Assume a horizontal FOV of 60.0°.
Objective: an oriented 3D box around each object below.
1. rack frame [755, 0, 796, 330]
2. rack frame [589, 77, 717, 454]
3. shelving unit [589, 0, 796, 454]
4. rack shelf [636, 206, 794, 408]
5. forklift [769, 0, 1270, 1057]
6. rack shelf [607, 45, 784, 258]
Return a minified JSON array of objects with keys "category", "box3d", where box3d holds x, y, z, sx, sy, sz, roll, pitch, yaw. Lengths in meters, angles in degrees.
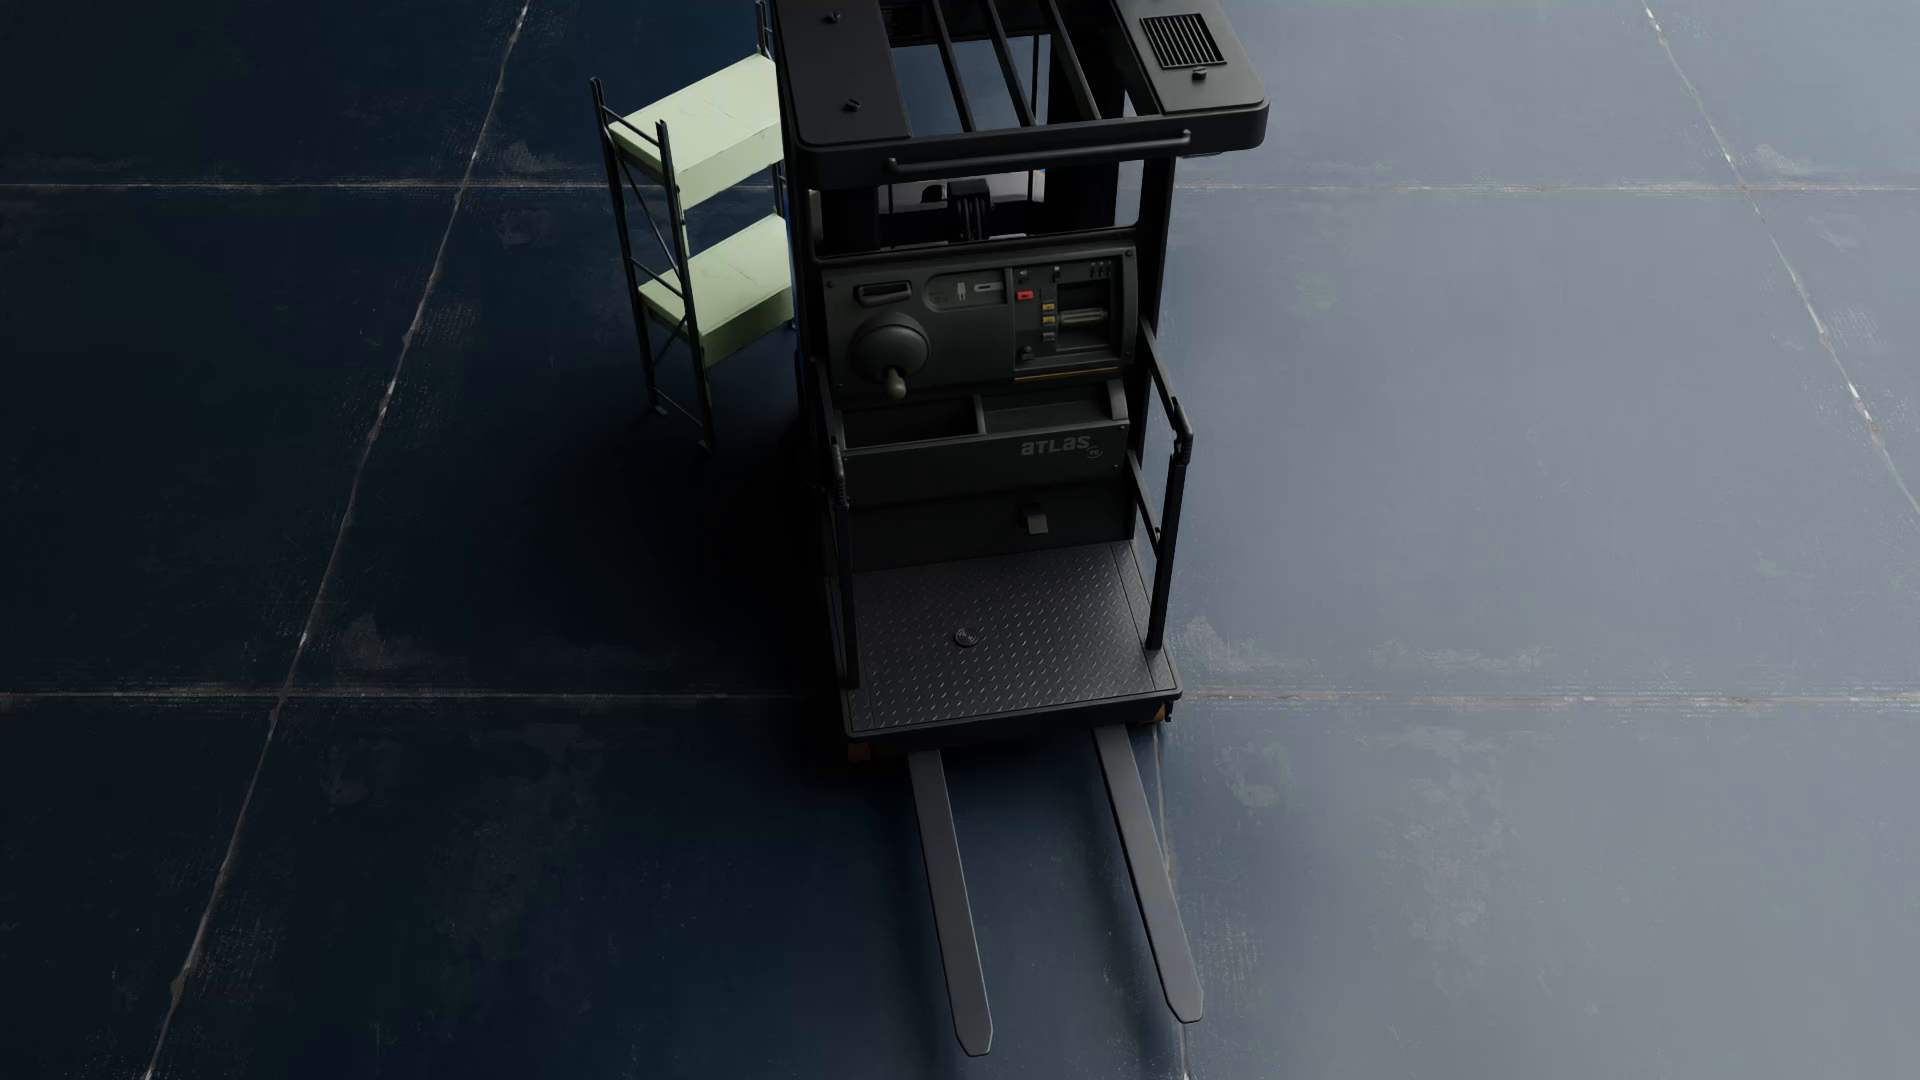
[{"category":"rack frame","box3d":[-0.591,-1.336,6.467,0.023,1.500,0.400,-36,56,-29]},{"category":"rack frame","box3d":[-1.112,-0.959,6.117,0.023,1.500,0.400,-36,56,-29]},{"category":"shelving unit","box3d":[-0.852,-1.147,6.292,0.755,1.500,0.431,-36,56,-29]},{"category":"rack shelf","box3d":[-0.851,-0.924,6.530,0.720,0.370,0.431,-36,56,-29]},{"category":"forklift","box3d":[0.103,-0.546,4.756,1.130,2.935,3.031,-7,47,-6]},{"category":"rack shelf","box3d":[-0.853,-1.414,6.007,0.720,0.370,0.431,-36,56,-29]}]
